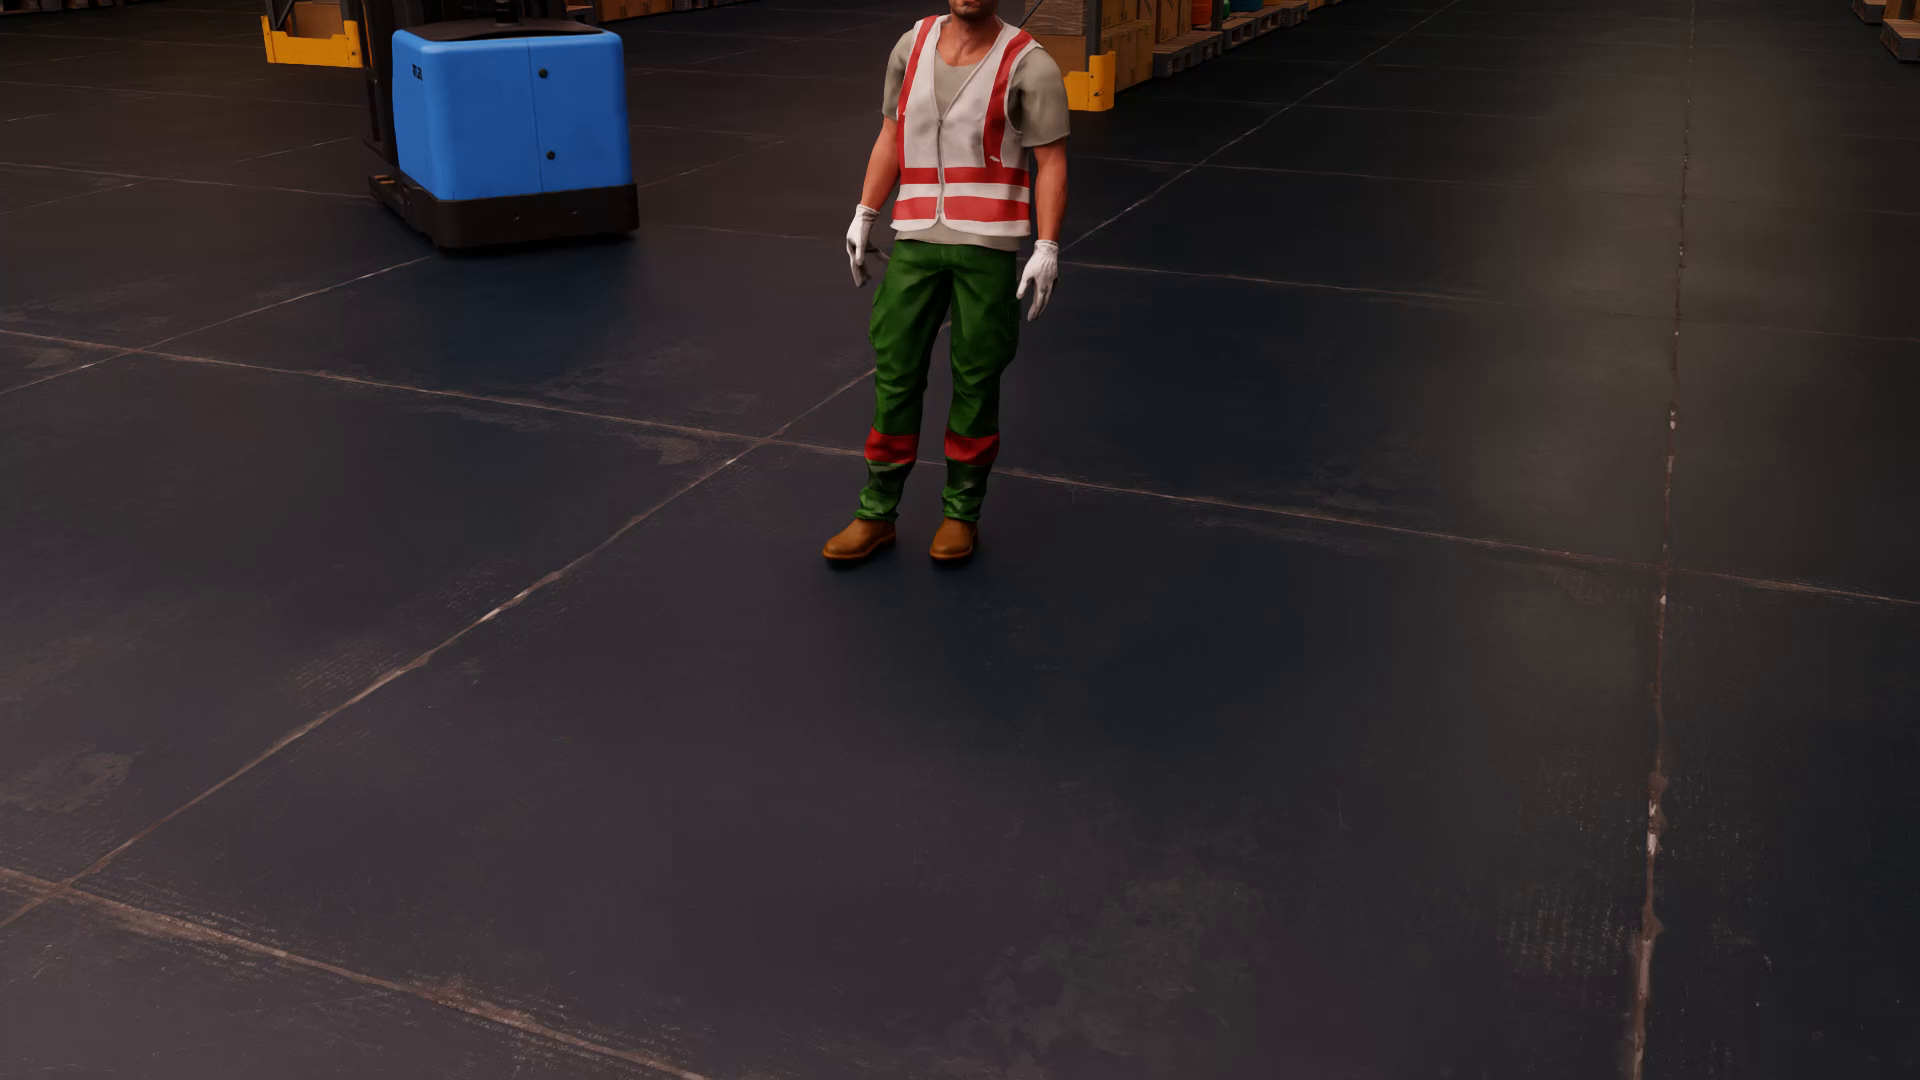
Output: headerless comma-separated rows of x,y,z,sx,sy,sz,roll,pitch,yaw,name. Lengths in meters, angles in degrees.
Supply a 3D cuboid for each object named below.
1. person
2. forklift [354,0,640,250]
-0.042,-0.806,4.681,0.637,1.787,0.564,9,24,21,person
-2.864,-3.365,9.343,1.130,2.935,3.031,-12,25,-26,forklift
